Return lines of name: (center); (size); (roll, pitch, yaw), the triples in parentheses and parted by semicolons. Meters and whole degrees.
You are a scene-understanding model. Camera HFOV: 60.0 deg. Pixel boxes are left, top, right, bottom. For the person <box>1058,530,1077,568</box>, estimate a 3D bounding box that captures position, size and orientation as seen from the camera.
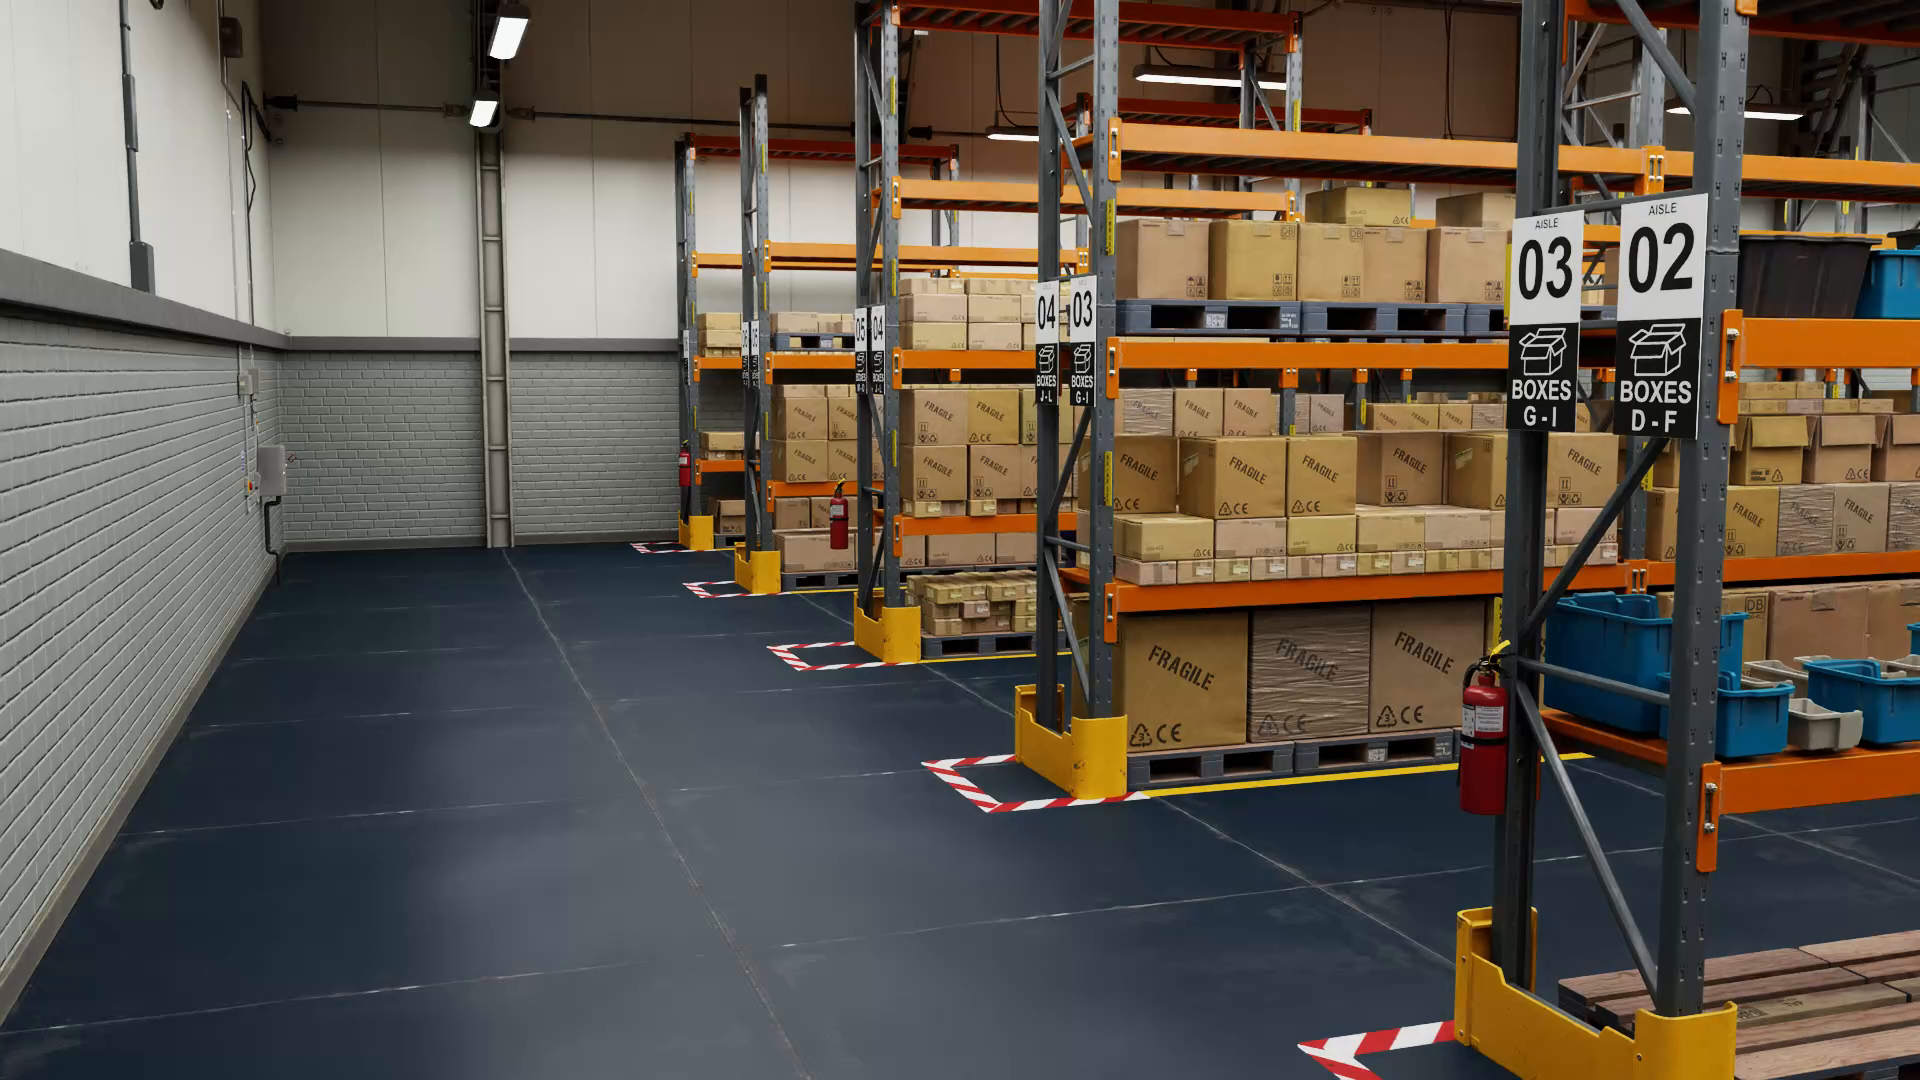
person: (1.295, -0.086, 18.765); (0.349, 1.619, 0.483); (-2, 6, -17)
